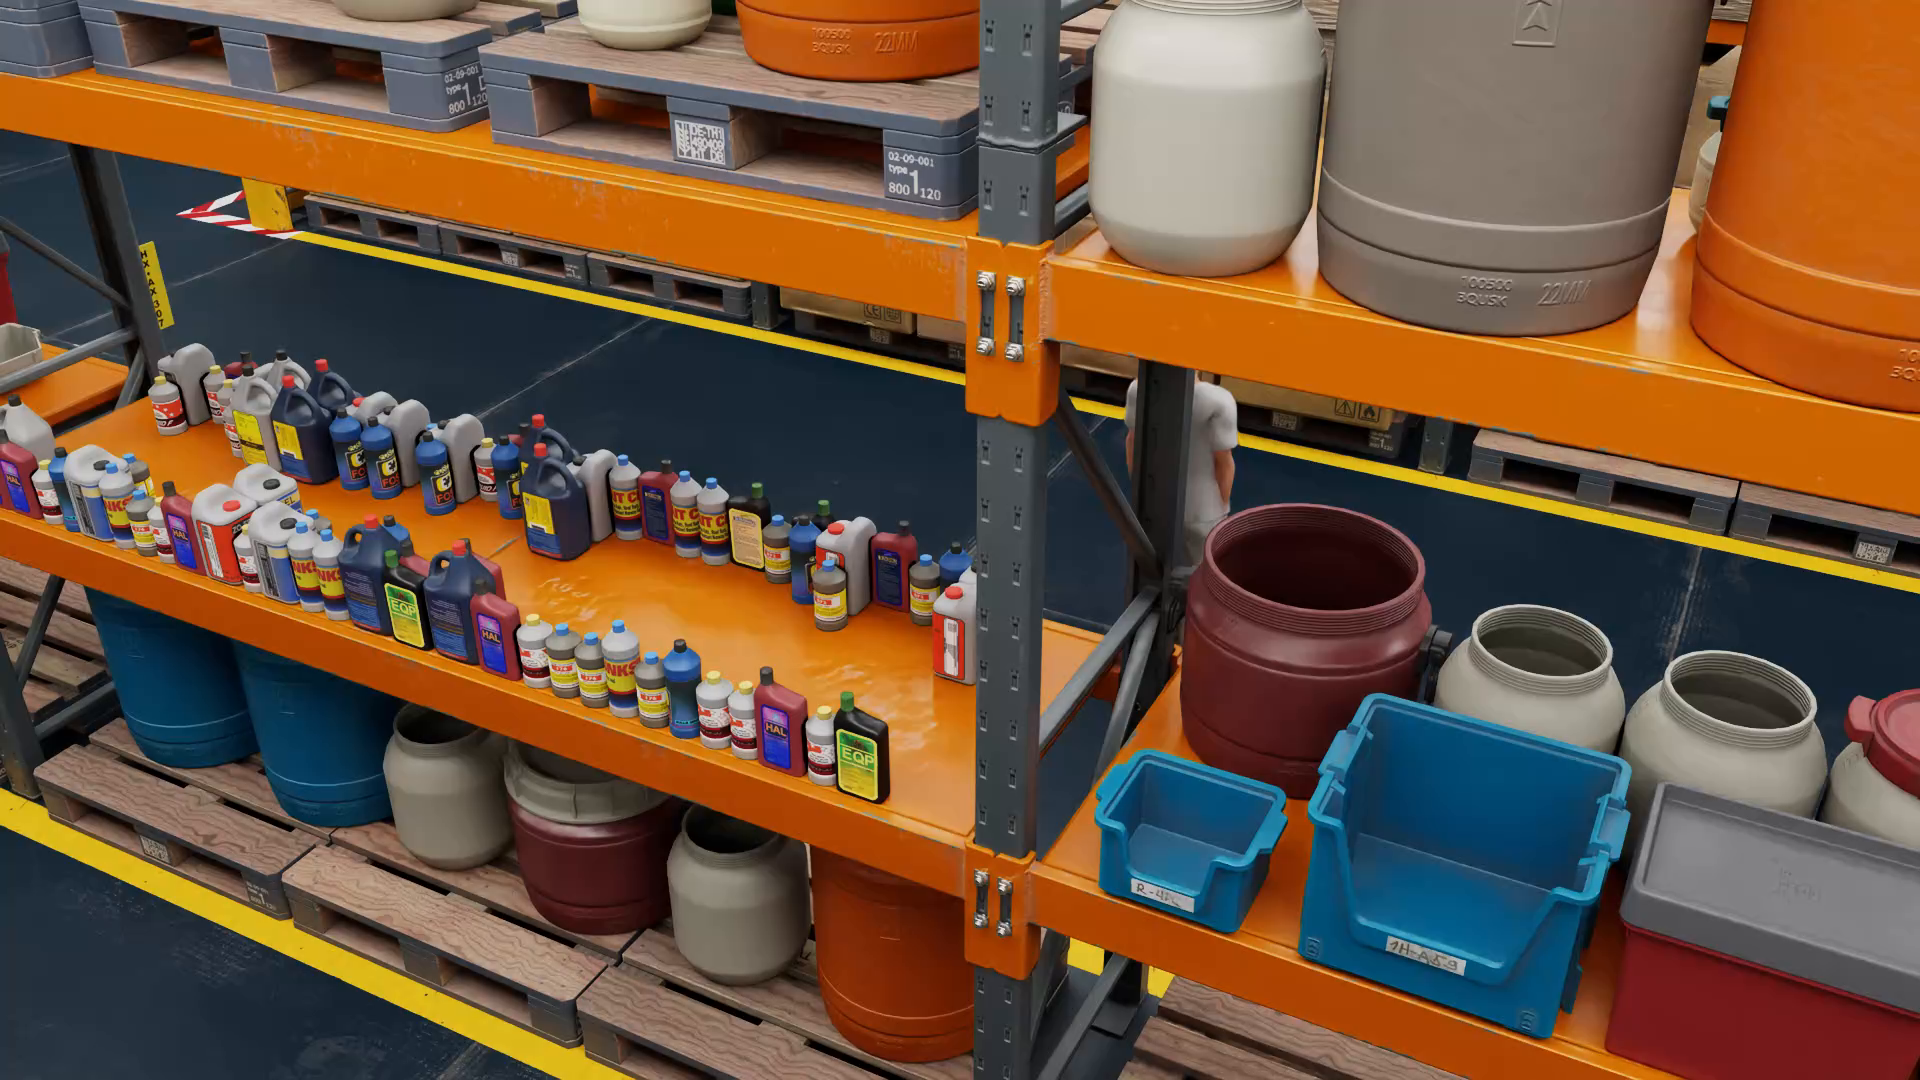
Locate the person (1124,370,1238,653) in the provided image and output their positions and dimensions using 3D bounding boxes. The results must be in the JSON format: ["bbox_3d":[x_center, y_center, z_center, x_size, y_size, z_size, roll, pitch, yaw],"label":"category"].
[{"bbox_3d":[0.822,-0.111,6.333,0.443,1.670,0.368,15,33,24],"label":"person"}]
